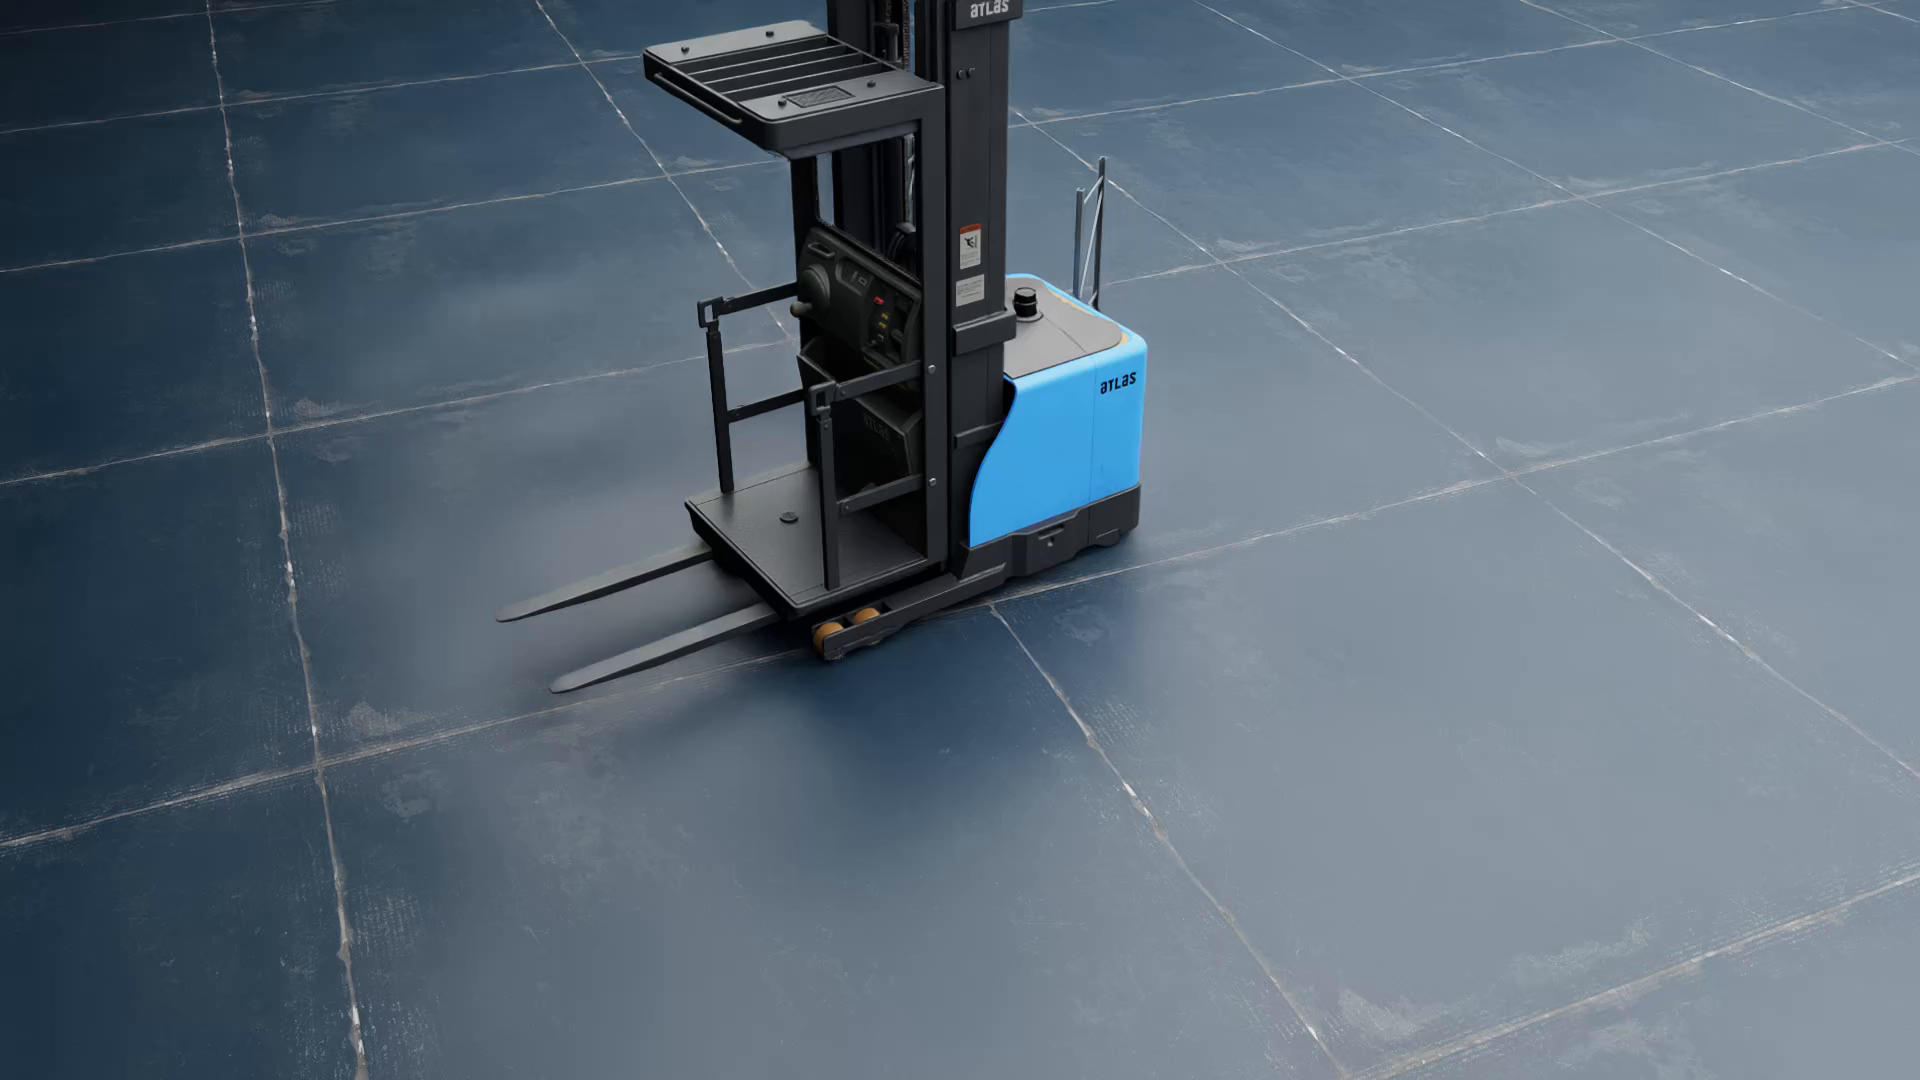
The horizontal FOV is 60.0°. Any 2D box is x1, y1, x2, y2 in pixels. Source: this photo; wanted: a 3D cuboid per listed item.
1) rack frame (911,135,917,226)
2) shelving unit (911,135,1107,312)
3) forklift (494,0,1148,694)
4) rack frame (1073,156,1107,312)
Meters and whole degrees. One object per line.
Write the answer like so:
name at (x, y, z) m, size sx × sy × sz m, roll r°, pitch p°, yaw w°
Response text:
rack frame at (-0.305, -1.376, 8.990) m, size 0.032 × 1.500 × 0.500 m, roll 10°, pitch 34°, yaw 15°
shelving unit at (0.178, -1.291, 8.858) m, size 1.048 × 1.500 × 0.538 m, roll 10°, pitch 34°, yaw 15°
forklift at (-0.617, -1.022, 7.134) m, size 3.031 × 2.935 × 1.130 m, roll -20°, pitch 38°, yaw -28°
rack frame at (0.662, -1.205, 8.727) m, size 0.032 × 1.500 × 0.500 m, roll 10°, pitch 34°, yaw 15°
